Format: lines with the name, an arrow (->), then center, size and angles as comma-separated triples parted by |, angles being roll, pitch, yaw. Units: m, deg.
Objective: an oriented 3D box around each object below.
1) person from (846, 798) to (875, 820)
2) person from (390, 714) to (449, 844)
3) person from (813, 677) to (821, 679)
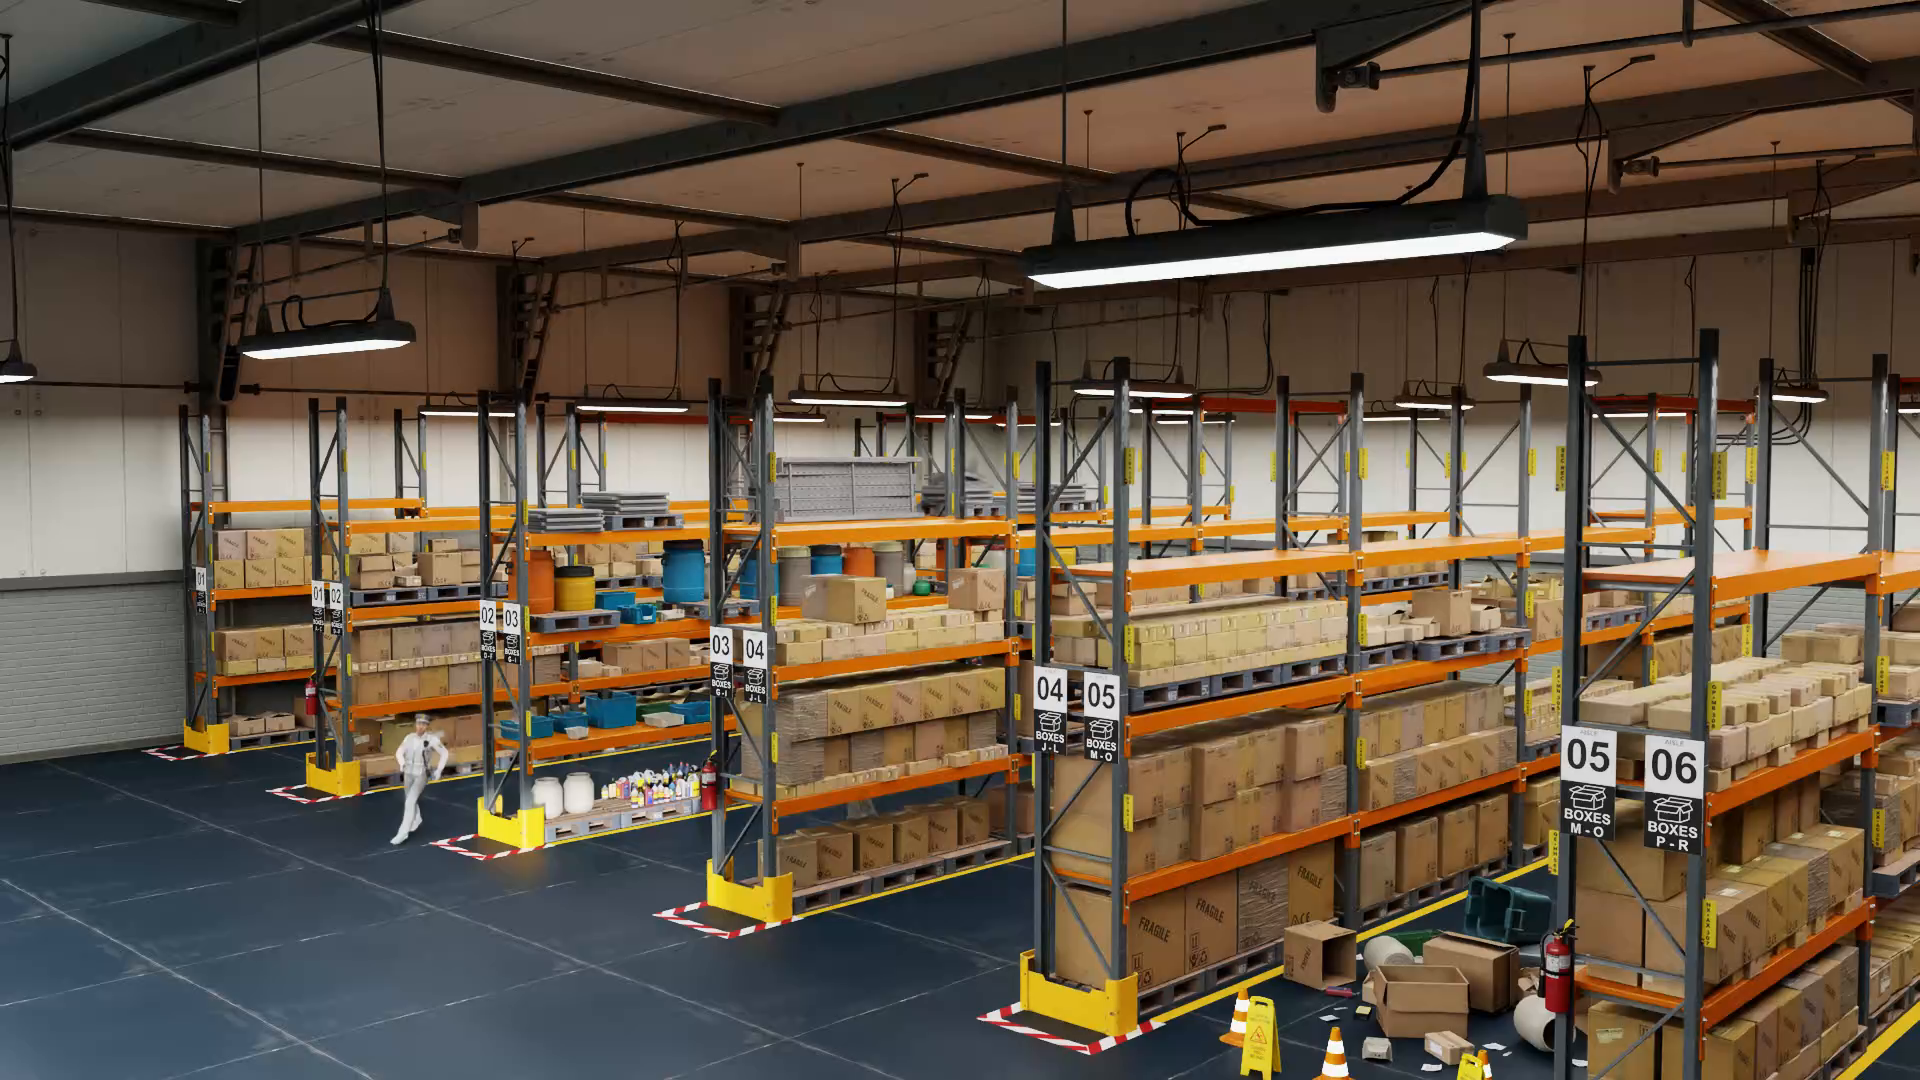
person -> -1.459, 3.087, 22.921 | 0.690, 1.852, 0.844 | 3, 4, 40
person -> -7.248, 3.152, 22.217 | 0.665, 1.668, 0.862 | 1, 3, 13
person -> -2.776, 2.797, 29.047 | 0.653, 1.678, 0.565 | 2, 4, 39
